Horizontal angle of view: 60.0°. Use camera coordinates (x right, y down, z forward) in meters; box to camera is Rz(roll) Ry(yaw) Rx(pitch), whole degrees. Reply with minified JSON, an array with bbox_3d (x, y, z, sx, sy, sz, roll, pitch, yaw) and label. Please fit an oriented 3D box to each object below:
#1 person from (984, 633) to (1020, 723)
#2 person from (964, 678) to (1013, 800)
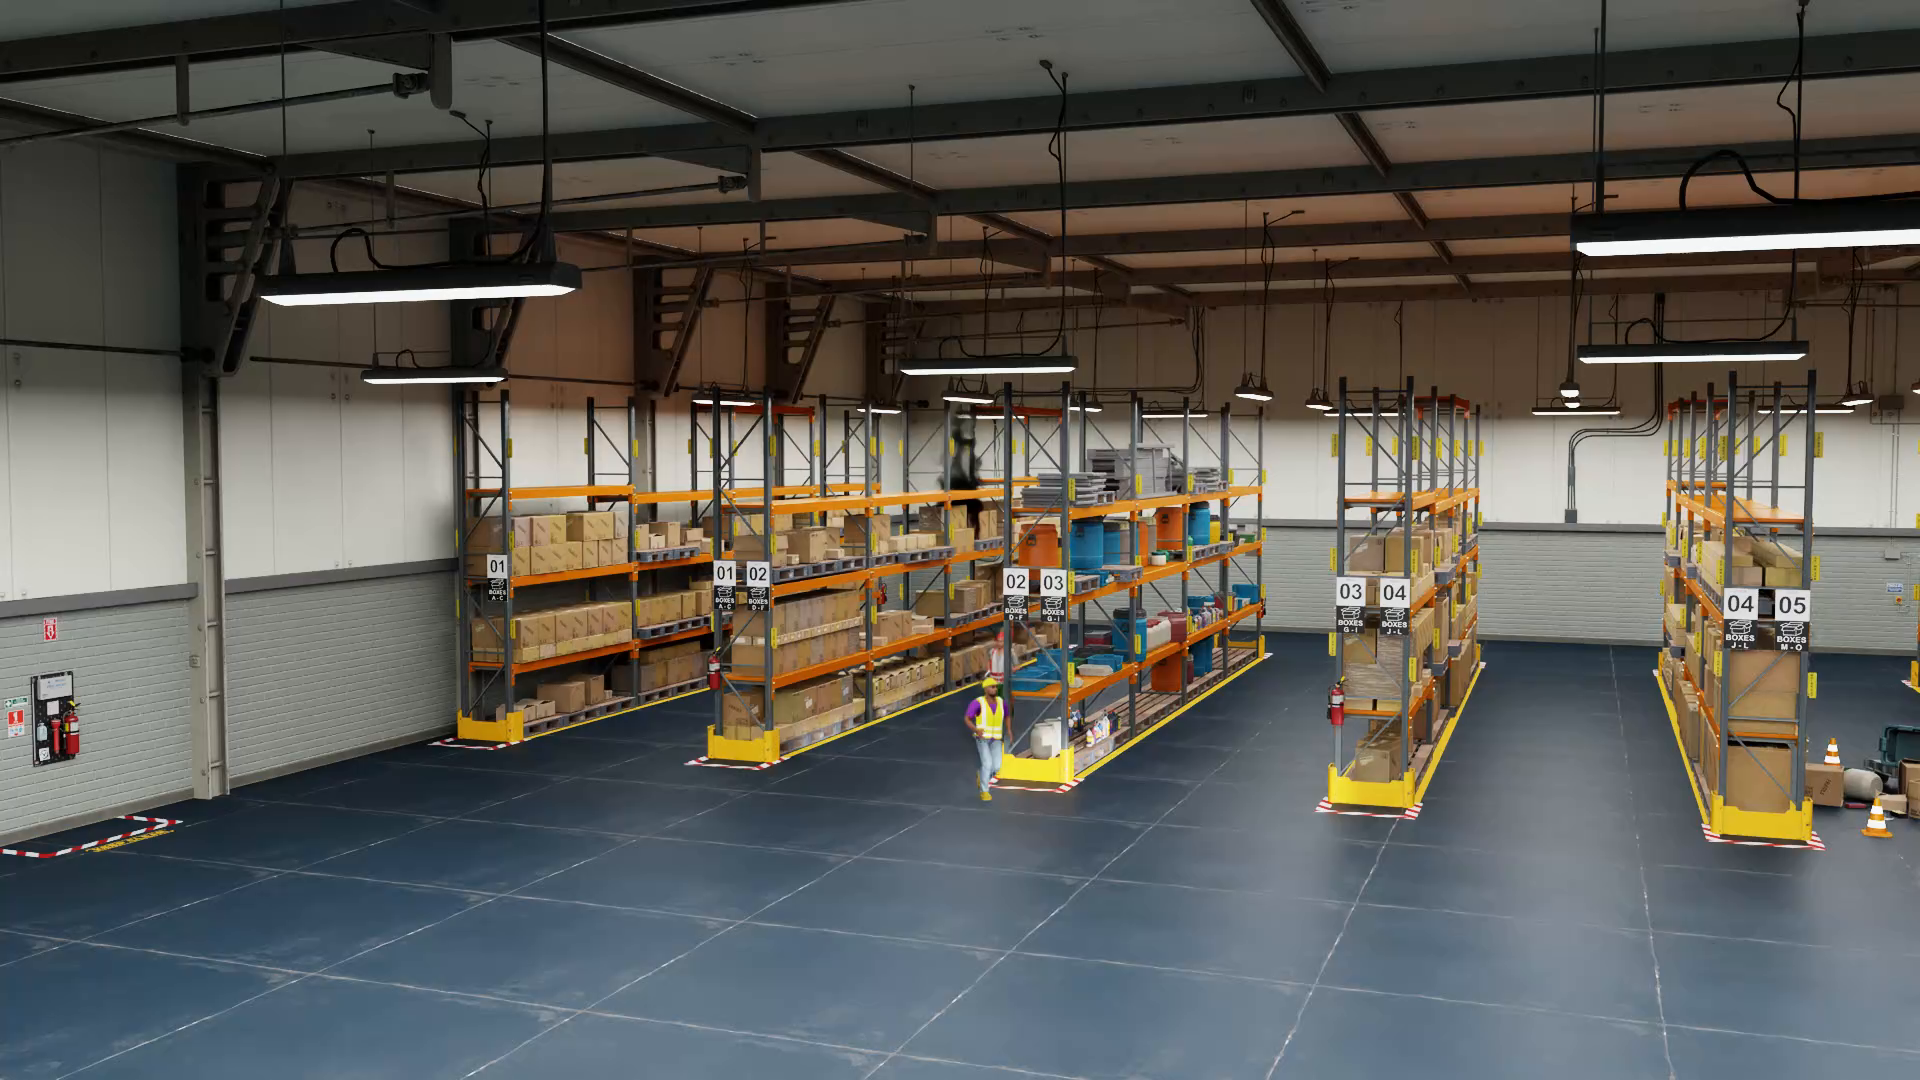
[{"bbox_3d":[0.720,2.518,29.043,0.656,1.788,0.941,1,3,18],"label":"person"},{"bbox_3d":[0.411,2.838,23.878,0.760,1.724,0.585,-1,3,-25],"label":"person"}]
